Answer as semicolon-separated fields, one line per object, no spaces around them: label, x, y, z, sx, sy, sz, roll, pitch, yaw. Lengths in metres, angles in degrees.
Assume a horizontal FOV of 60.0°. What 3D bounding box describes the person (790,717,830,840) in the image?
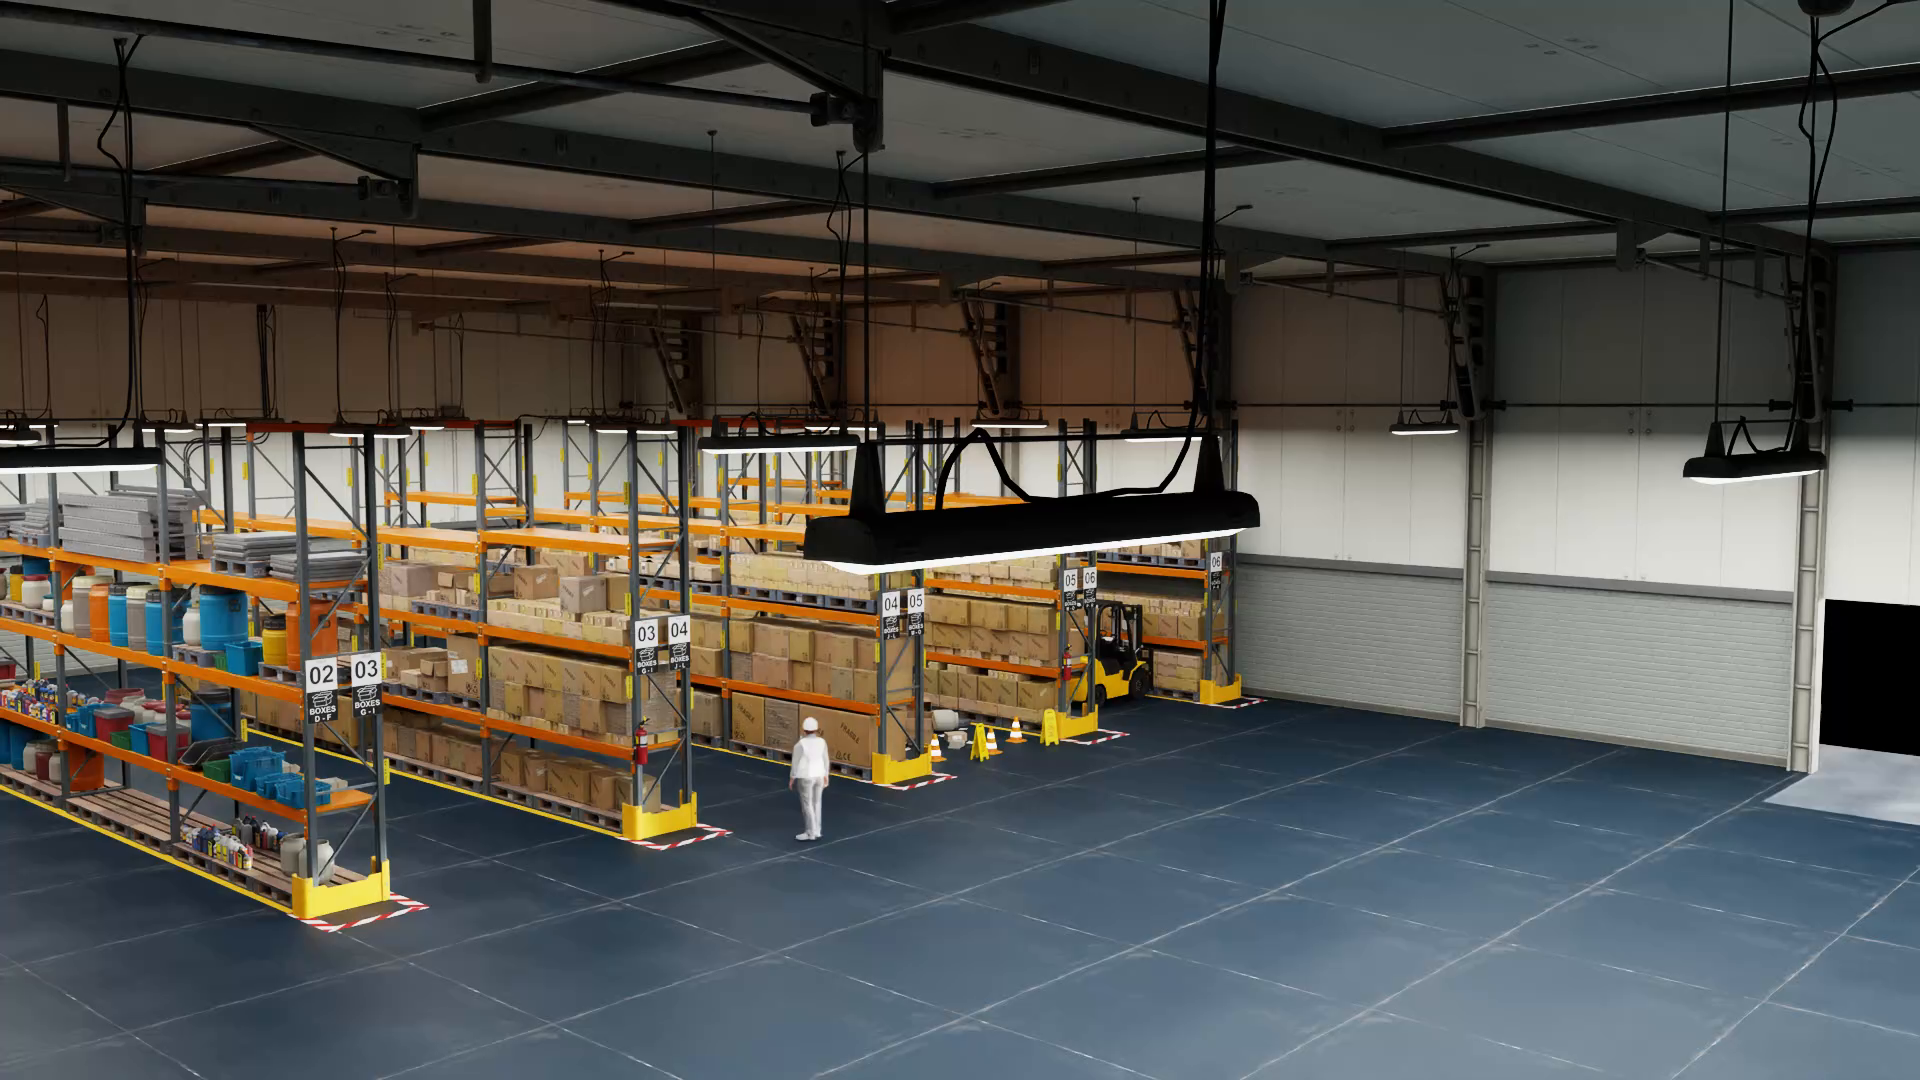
person;-2.186;3.472;24.221;0.587;1.799;0.394;-3;6;-35
